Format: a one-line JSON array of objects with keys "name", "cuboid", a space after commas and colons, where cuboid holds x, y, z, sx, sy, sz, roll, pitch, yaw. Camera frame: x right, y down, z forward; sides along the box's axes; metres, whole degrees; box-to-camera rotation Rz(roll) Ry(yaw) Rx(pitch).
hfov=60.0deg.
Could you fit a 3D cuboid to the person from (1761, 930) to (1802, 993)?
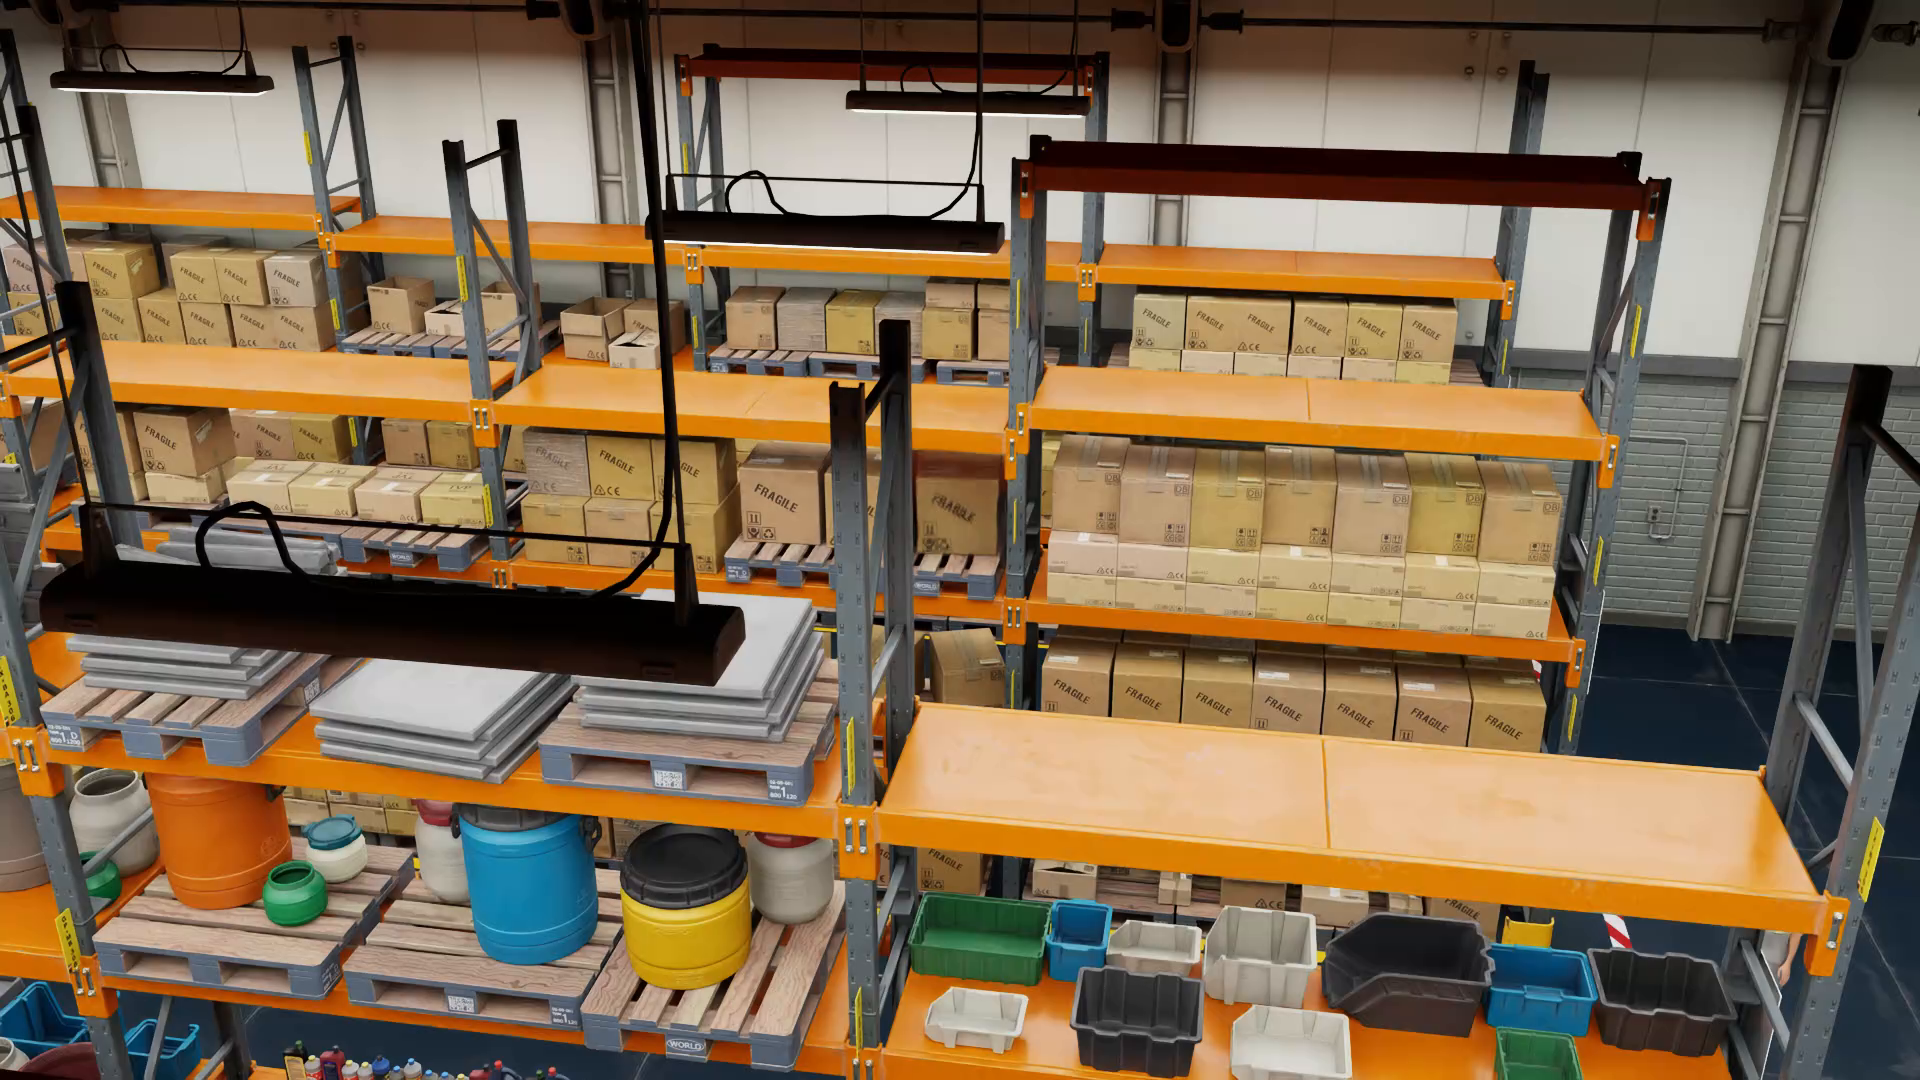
[{"name": "person", "cuboid": [5.613, 2.854, 11.631, 0.438, 1.566, 0.962, 11, 26, 25]}]
